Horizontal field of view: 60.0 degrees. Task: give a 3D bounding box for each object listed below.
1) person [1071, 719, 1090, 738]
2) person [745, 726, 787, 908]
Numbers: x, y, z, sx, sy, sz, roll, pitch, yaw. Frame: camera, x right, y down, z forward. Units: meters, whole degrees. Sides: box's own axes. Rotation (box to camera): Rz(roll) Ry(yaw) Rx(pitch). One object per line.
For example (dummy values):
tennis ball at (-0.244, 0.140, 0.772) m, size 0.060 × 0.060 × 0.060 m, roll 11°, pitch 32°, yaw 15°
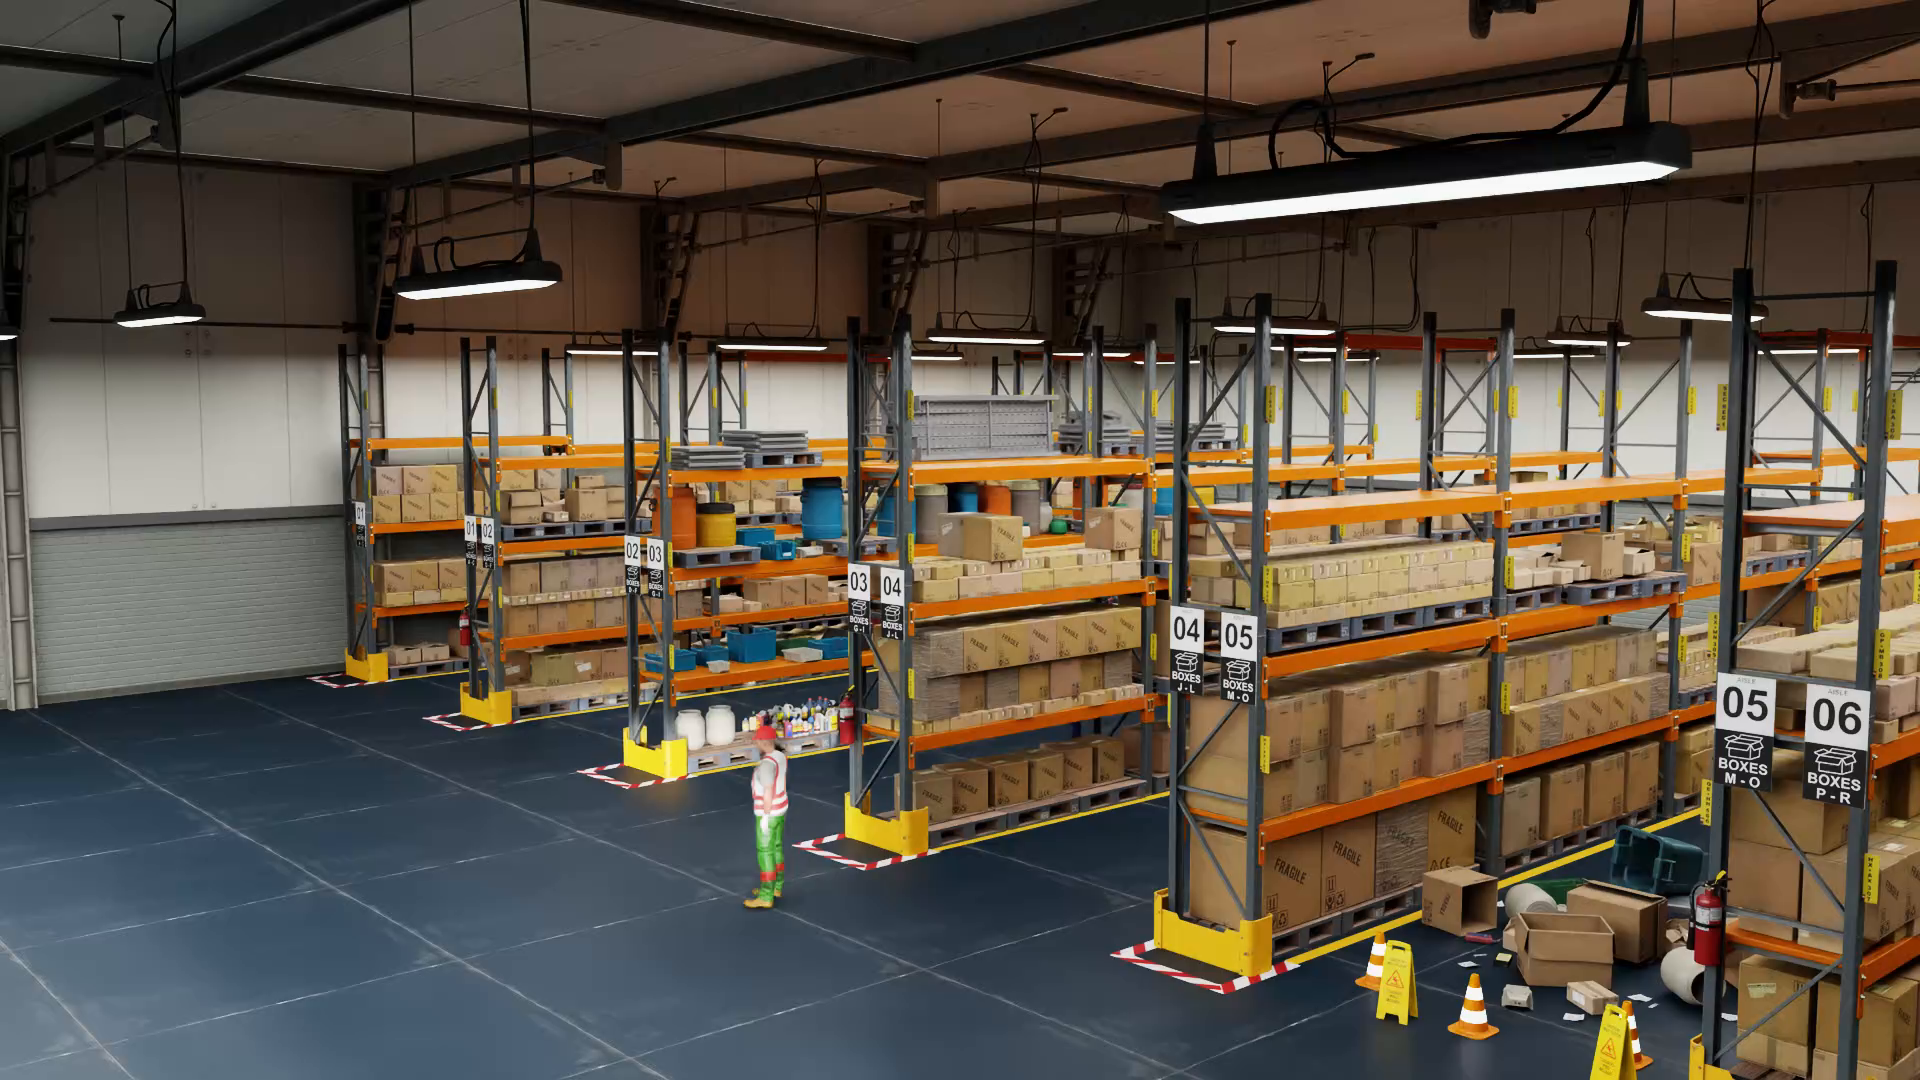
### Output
person at (1.775, 2.172, 24.371) m, size 0.558 × 1.632 × 0.488 m, roll -2°, pitch 6°, yaw -26°
person at (-1.954, 2.762, 16.806) m, size 0.408 × 1.783 × 0.610 m, roll 1°, pitch 5°, yaw 12°
